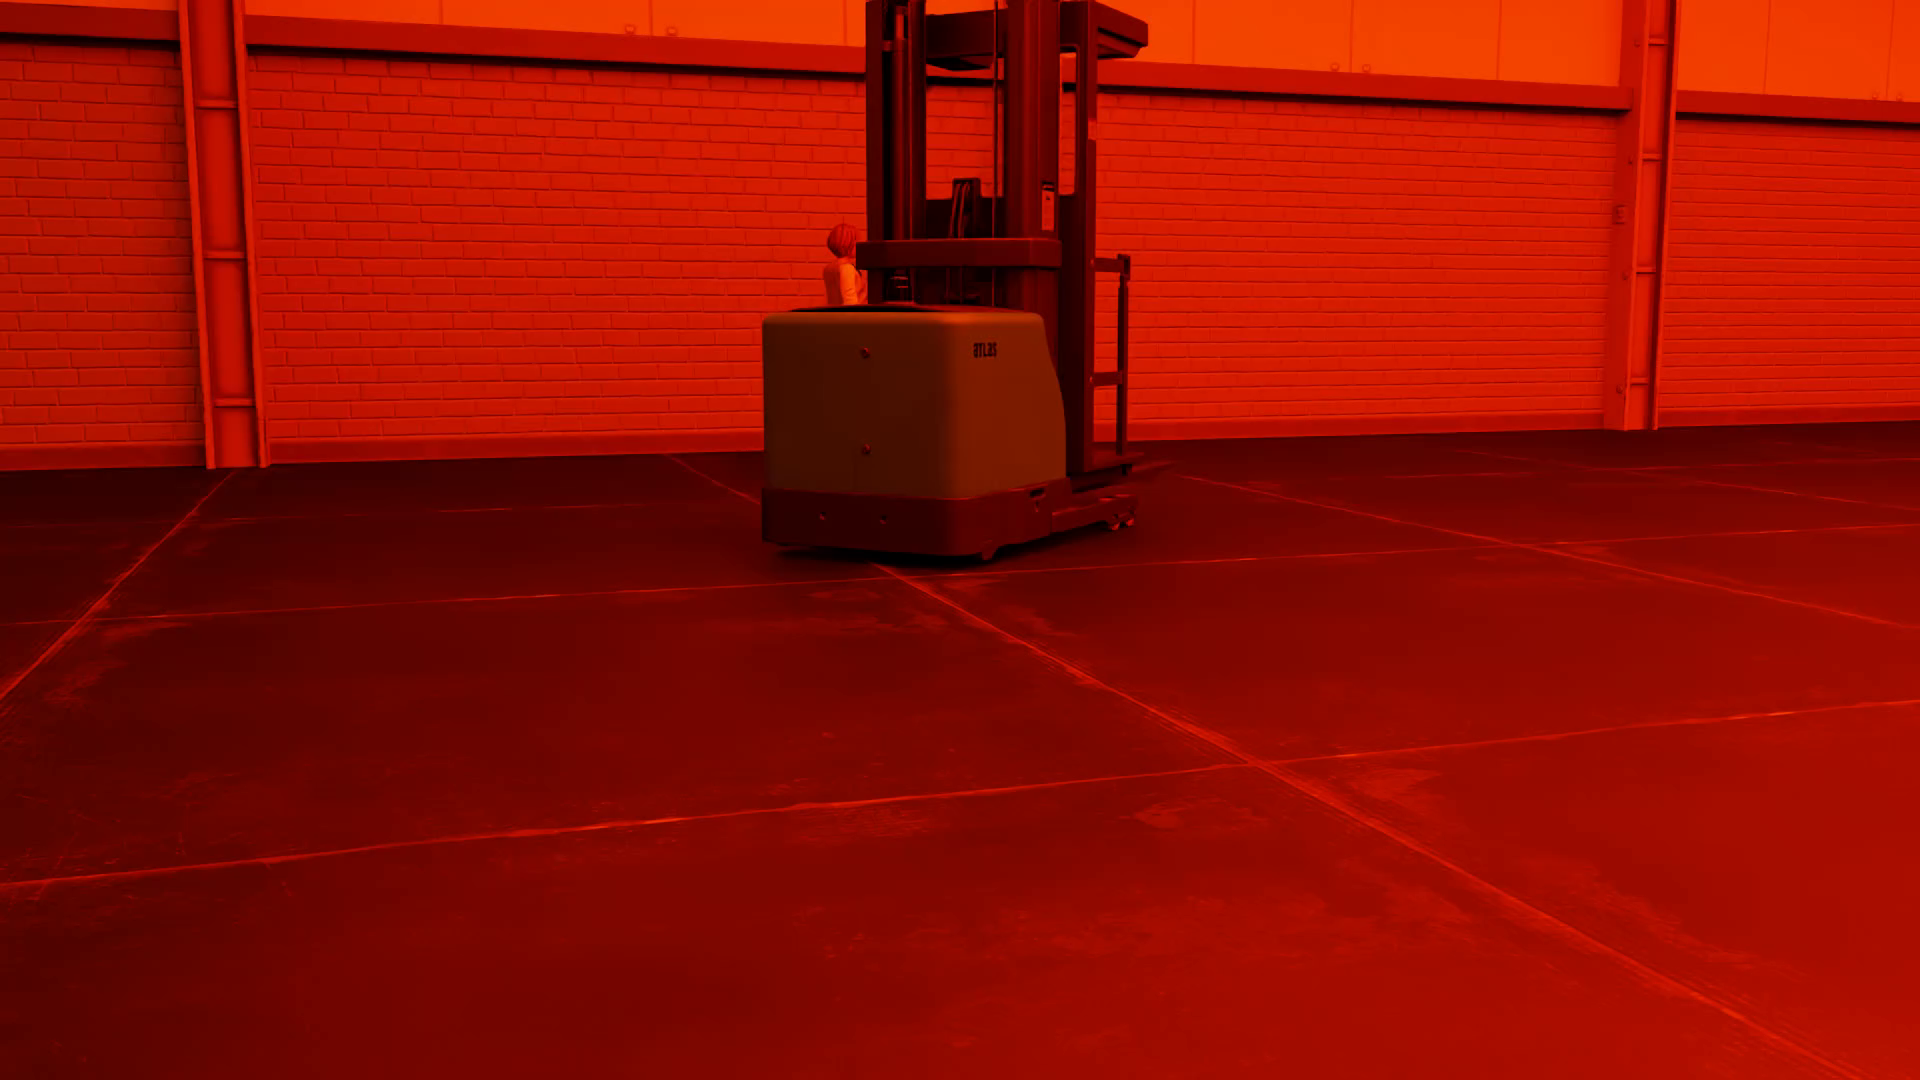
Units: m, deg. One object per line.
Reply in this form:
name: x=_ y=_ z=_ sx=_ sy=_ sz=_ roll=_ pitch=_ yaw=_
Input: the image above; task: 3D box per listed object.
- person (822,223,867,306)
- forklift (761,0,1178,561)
person: x=-0.723 y=-1.227 z=10.719 sx=0.313 sy=1.604 sz=0.411 roll=-3 pitch=8 yaw=-23
forklift: x=0.255 y=-1.523 z=8.244 sx=1.130 sy=2.935 sz=3.031 roll=4 pitch=9 yaw=28
